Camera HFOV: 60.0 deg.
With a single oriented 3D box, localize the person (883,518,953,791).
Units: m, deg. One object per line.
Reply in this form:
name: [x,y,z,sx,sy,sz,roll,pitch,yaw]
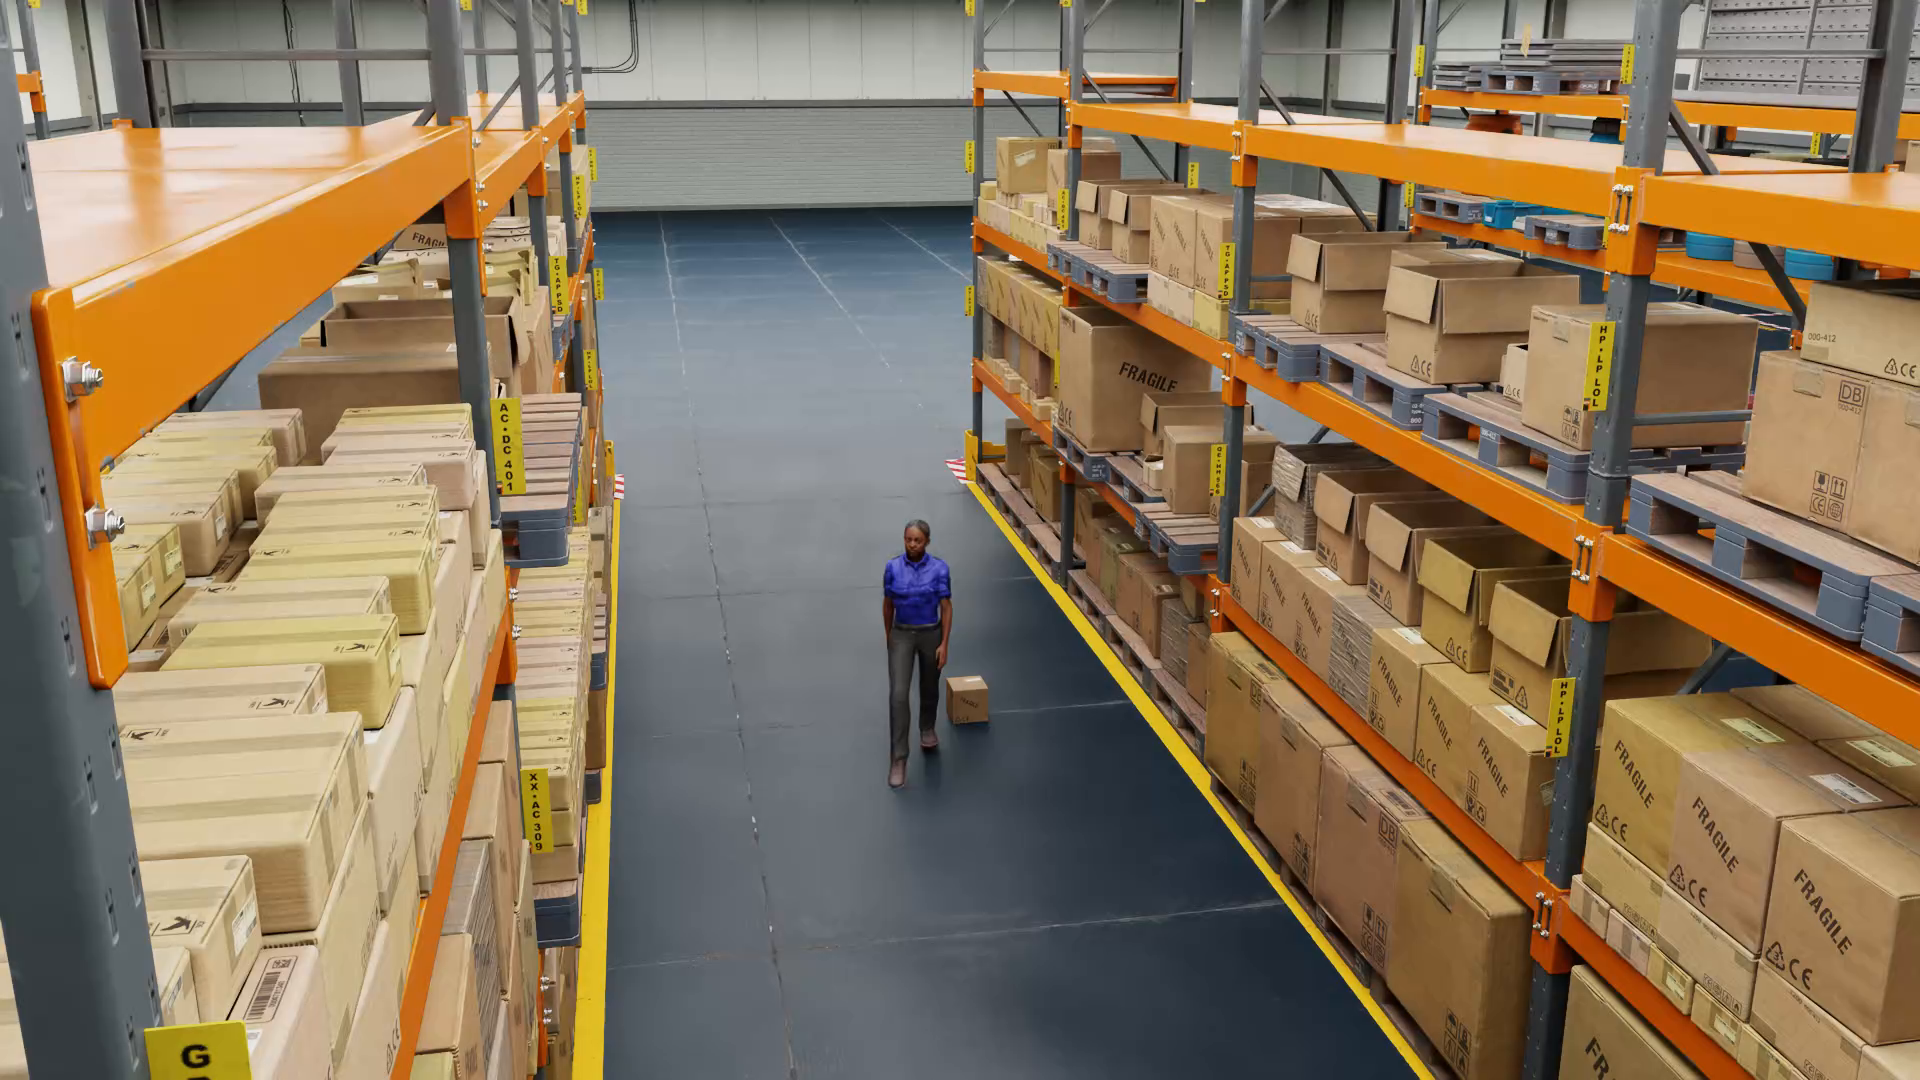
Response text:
person: [-0.277,0.682,10.730,0.458,1.644,0.880,0,16,1]
